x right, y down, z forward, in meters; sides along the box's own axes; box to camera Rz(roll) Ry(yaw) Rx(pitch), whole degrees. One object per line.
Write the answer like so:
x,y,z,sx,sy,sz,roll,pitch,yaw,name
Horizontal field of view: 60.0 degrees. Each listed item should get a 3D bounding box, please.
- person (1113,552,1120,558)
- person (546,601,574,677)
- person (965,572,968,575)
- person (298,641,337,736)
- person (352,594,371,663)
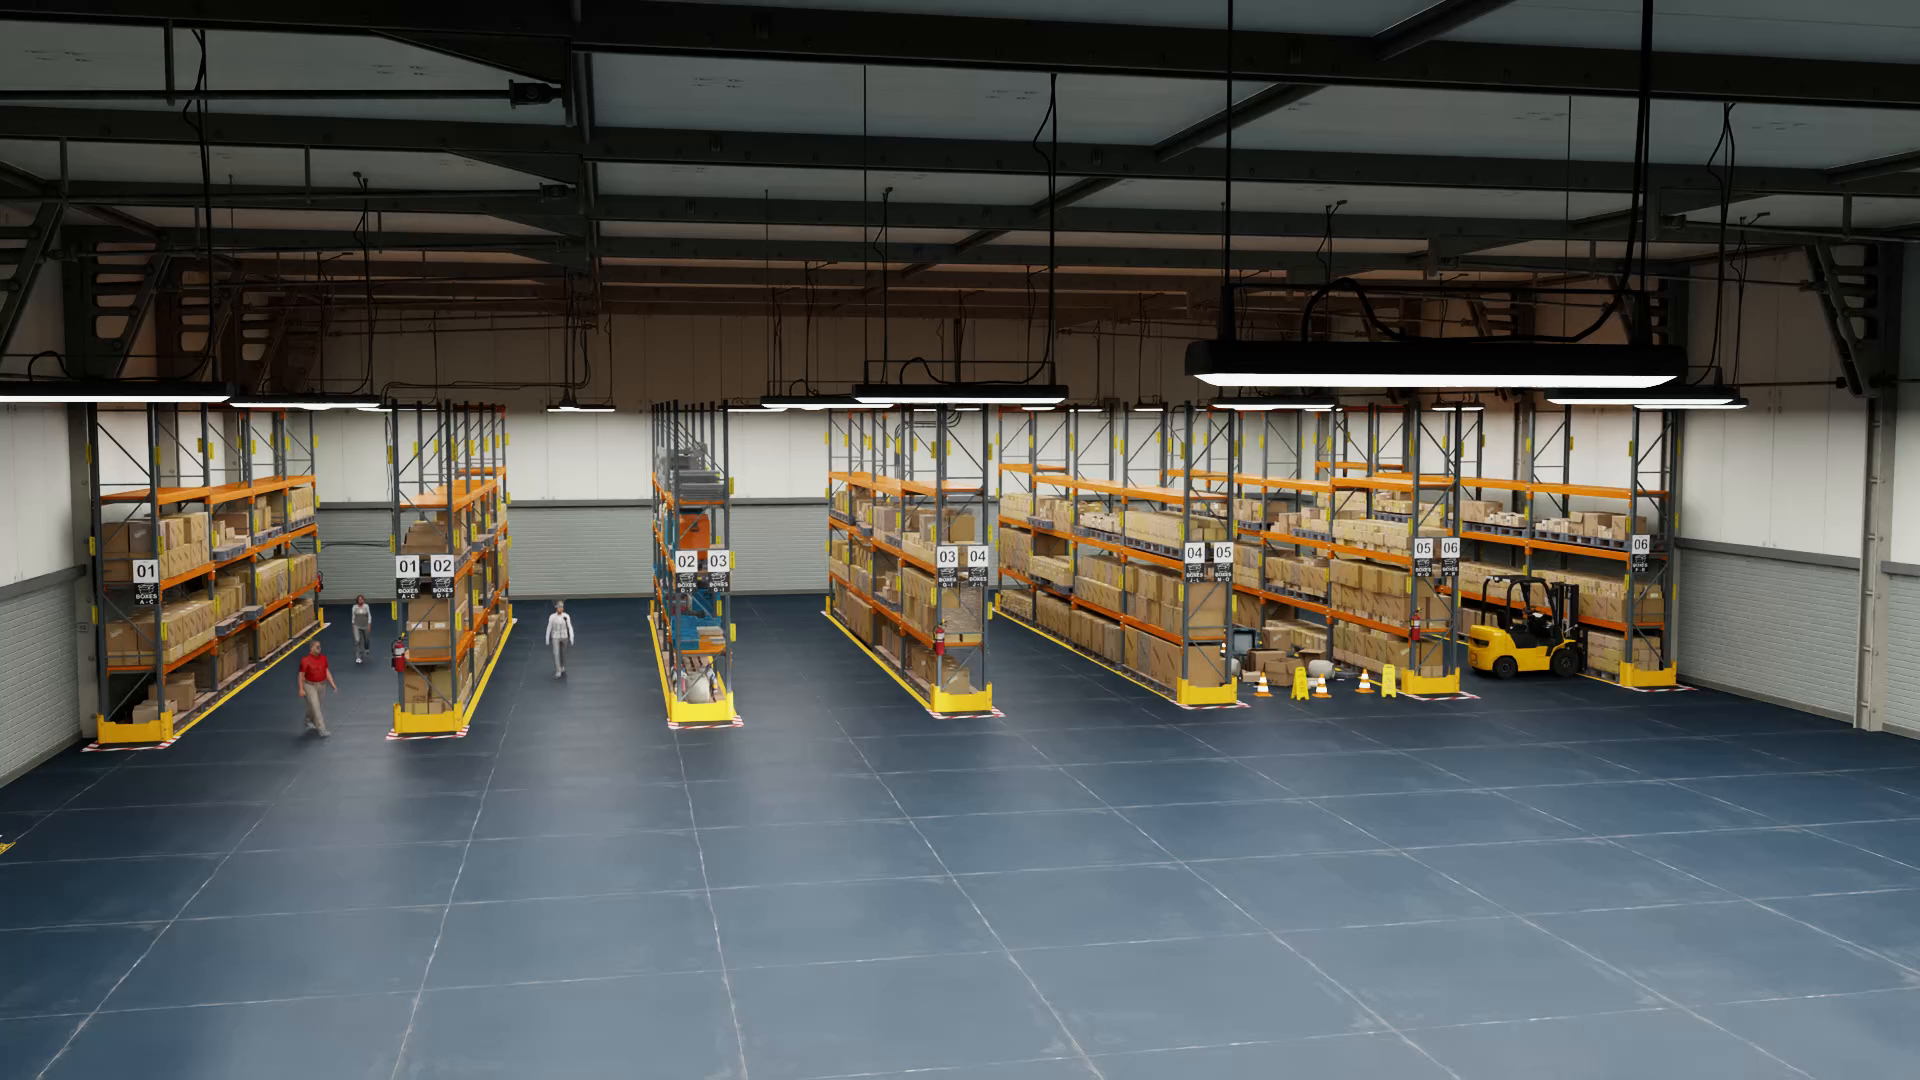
4.755,1.102,50.515,1.052,1.618,0.424,-1,5,-18,person
-8.764,2.139,36.416,0.567,1.621,1.052,-2,5,-21,person
0.345,1.425,46.185,0.505,1.605,1.034,-1,4,-15,person
-11.515,2.618,29.736,1.116,1.650,0.605,3,5,36,person
-13.864,2.024,38.551,0.418,1.562,0.768,-1,4,-14,person
